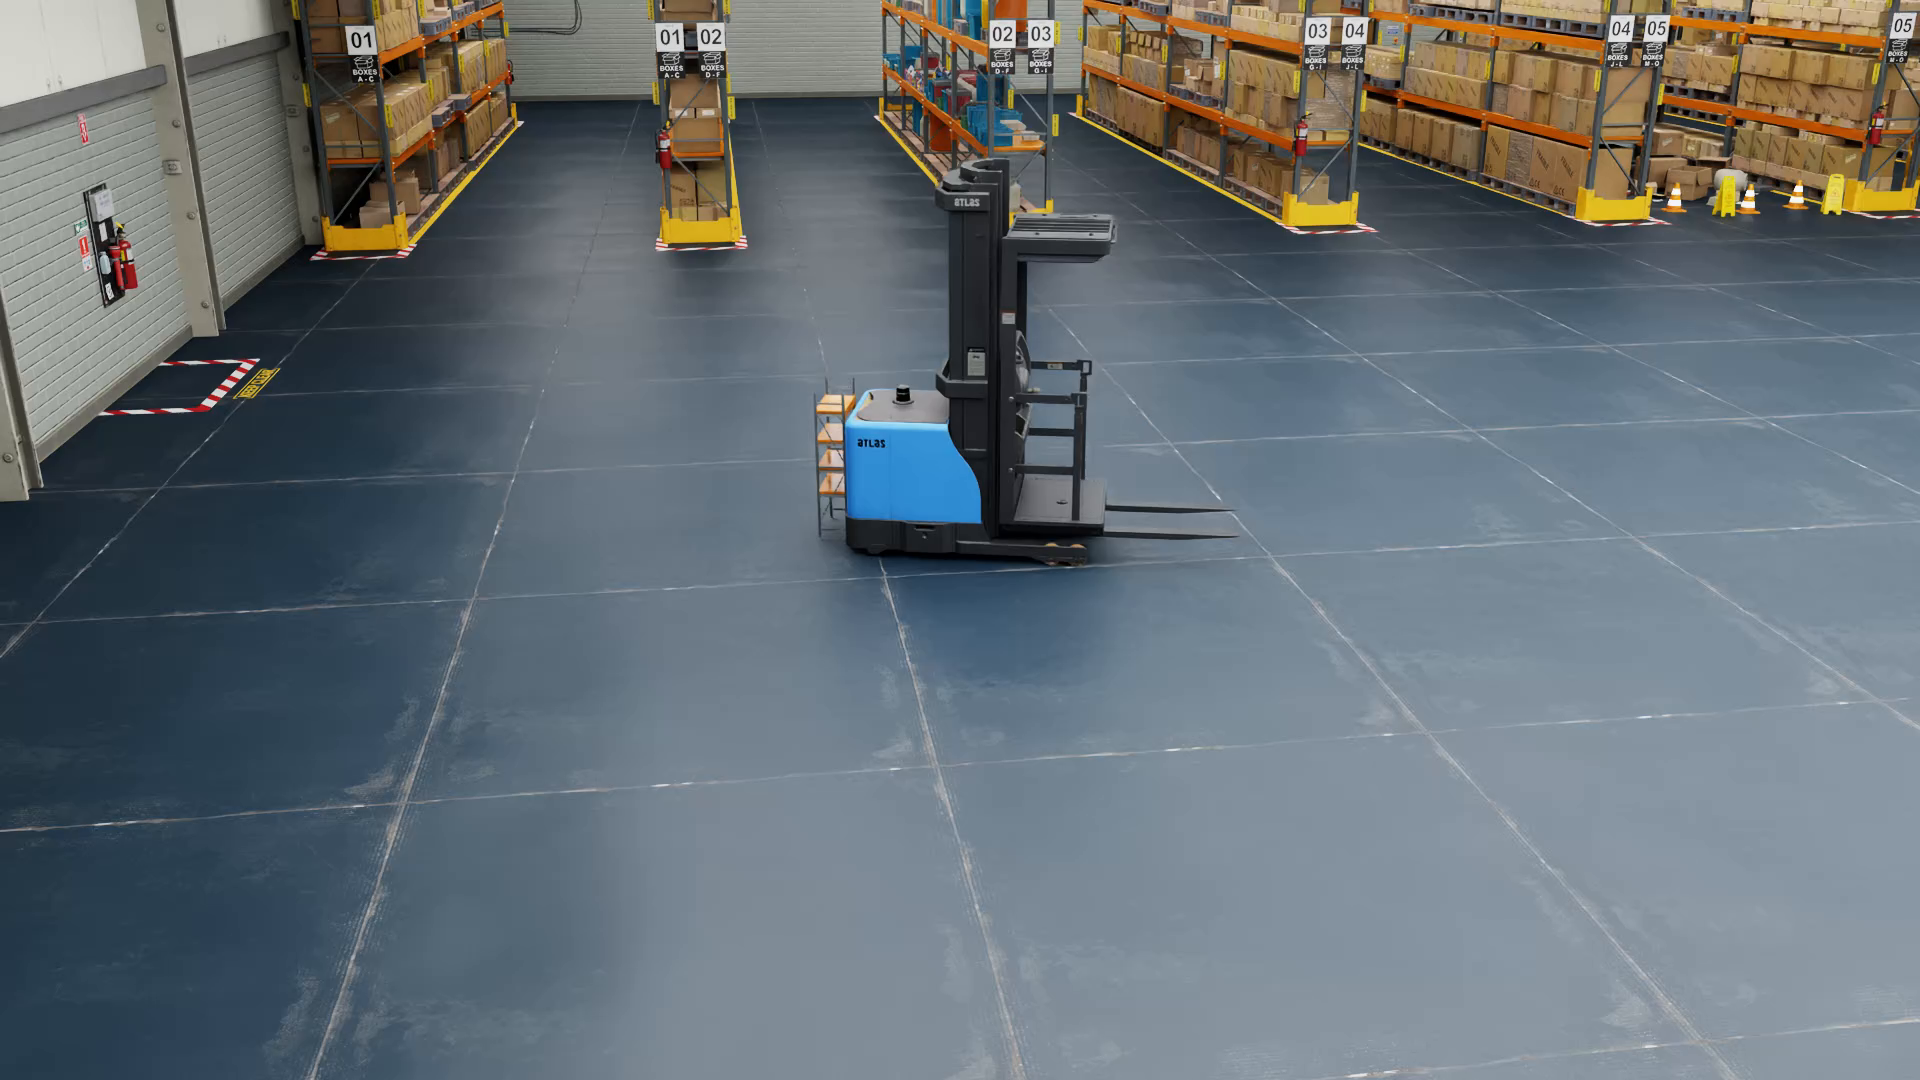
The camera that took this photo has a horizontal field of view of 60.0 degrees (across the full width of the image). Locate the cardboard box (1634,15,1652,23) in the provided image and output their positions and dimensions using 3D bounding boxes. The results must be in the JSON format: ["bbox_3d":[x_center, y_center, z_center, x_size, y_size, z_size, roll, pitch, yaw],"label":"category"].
[{"bbox_3d":[11.018,-8.390,26.721,0.380,0.149,0.250,-3,21,-7],"label":"cardboard box"}]

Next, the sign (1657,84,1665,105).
[{"bbox_3d":[11.300,-7.192,26.836,0.100,0.325,0.005,-3,21,-8],"label":"sign"}]

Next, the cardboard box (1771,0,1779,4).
[{"bbox_3d":[14.875,-9.748,29.962,0.380,0.149,0.250,-4,21,-10],"label":"cardboard box"}]

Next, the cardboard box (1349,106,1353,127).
[{"bbox_3d":[8.942,-9.452,37.209,0.500,0.500,0.500,-2,21,-5],"label":"cardboard box"}]

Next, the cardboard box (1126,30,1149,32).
[{"bbox_3d":[4.138,-11.613,38.740,0.500,0.500,0.500,-4,21,-9],"label":"cardboard box"}]

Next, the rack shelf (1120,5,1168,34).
[{"bbox_3d":[4.386,-11.039,35.227,1.077,0.370,4.000,-3,21,-8],"label":"rack shelf"}]

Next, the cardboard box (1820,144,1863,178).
[{"bbox_3d":[15.260,-6.533,28.678,0.500,0.500,0.500,-3,21,-7],"label":"cardboard box"}]

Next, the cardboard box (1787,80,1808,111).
[{"bbox_3d":[15.092,-7.892,29.492,0.500,0.500,0.500,-3,21,-7],"label":"cardboard box"}]

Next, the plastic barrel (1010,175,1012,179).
[{"bbox_3d":[0.683,-5.688,27.113,0.421,0.512,0.421,0,20,0],"label":"plastic barrel"}]

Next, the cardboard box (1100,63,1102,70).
[{"bbox_3d":[3.508,-11.168,39.189,0.380,0.149,0.250,-3,21,-7],"label":"cardboard box"}]

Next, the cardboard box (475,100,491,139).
[{"bbox_3d":[-10.385,-8.885,35.191,0.750,0.750,0.750,-3,21,-7],"label":"cardboard box"}]

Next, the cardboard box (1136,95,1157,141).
[{"bbox_3d":[4.474,-9.029,35.540,1.225,0.875,0.875,-3,21,-8],"label":"cardboard box"}]

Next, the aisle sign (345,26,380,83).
[{"bbox_3d":[-8.570,-6.967,23.868,0.394,0.787,0.004,-3,21,-8],"label":"aisle sign"}]

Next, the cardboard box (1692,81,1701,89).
[{"bbox_3d":[14.576,-8.904,32.529,0.380,0.149,0.250,-3,21,-7],"label":"cardboard box"}]

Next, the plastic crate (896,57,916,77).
[{"bbox_3d":[-1.209,-10.579,37.190,0.392,0.384,0.575,-3,21,-8],"label":"plastic crate"}]

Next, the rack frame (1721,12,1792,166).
[{"bbox_3d":[15.057,-8.393,31.402,1.000,3.000,0.127,-3,21,-8],"label":"rack frame"}]

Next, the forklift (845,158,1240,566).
[{"bbox_3d":[0.666,-1.370,12.694,3.031,2.935,1.130,2,21,6],"label":"forklift"}]

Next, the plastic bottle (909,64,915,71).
[{"bbox_3d":[-1.068,-10.238,36.412,0.144,0.351,0.185,-3,21,-8],"label":"plastic bottle"}]

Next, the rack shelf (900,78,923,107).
[{"bbox_3d":[-0.516,-9.384,35.083,1.077,0.370,4.000,-3,21,-8],"label":"rack shelf"}]

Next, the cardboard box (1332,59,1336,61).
[{"bbox_3d":[8.622,-10.798,37.599,0.380,0.149,0.250,-4,21,-10],"label":"cardboard box"}]

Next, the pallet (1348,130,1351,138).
[{"bbox_3d":[9.134,-9.303,37.822,1.003,0.211,1.213,-3,21,-8],"label":"pallet"}]

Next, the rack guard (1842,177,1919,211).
[{"bbox_3d":[15.623,-5.864,28.202,1.175,0.500,0.348,-3,21,-8],"label":"rack guard"}]

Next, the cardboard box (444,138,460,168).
[{"bbox_3d":[-9.875,-7.317,31.465,0.700,0.500,0.500,-3,21,-7],"label":"cardboard box"}]

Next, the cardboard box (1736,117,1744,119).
[{"bbox_3d":[18.662,-10.262,39.377,0.500,0.500,0.500,-2,21,-5],"label":"cardboard box"}]

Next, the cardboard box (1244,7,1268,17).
[{"bbox_3d":[5.116,-9.103,28.659,0.380,0.149,0.250,-3,21,-7],"label":"cardboard box"}]

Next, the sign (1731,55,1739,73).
[{"bbox_3d":[14.508,-8.907,31.121,0.100,0.325,0.005,-3,21,-8],"label":"sign"}]

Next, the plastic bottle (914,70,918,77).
[{"bbox_3d":[-0.900,-9.687,34.936,0.144,0.351,0.185,-3,21,-8],"label":"plastic bottle"}]

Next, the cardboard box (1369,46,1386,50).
[{"bbox_3d":[9.346,-10.925,37.088,0.380,0.149,0.250,-4,21,-9],"label":"cardboard box"}]

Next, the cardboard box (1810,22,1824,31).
[{"bbox_3d":[15.040,-8.935,28.924,0.380,0.149,0.250,-3,21,-8],"label":"cardboard box"}]

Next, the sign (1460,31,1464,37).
[{"bbox_3d":[12.777,-12.965,42.291,0.100,0.325,0.005,-3,21,-8],"label":"sign"}]

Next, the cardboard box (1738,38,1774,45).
[{"bbox_3d":[18.664,-11.480,38.922,0.700,0.500,0.500,-2,21,-6],"label":"cardboard box"}]

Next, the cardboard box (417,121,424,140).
[{"bbox_3d":[-8.935,-6.588,26.754,0.500,0.250,0.500,-3,21,-8],"label":"cardboard box"}]

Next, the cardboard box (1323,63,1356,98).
[{"bbox_3d":[6.018,-7.367,26.658,0.500,0.500,0.500,-3,21,-8],"label":"cardboard box"}]

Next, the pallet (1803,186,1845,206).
[{"bbox_3d":[15.541,-6.012,29.010,1.003,0.211,1.213,-3,21,-8],"label":"pallet"}]

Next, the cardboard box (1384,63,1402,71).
[{"bbox_3d":[9.075,-9.860,34.663,0.380,0.149,0.250,-2,21,-7],"label":"cardboard box"}]

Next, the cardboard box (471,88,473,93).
[{"bbox_3d":[-10.112,-9.168,33.807,0.380,0.149,0.250,-2,21,-6],"label":"cardboard box"}]

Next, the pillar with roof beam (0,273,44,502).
[{"bbox_3d":[-3.845,-4.831,13.288,9.100,9.000,0.400,-3,21,-8],"label":"pillar with roof beam"}]

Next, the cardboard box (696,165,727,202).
[{"bbox_3d":[-3.907,-5.640,26.288,0.500,0.500,0.500,-3,21,-8],"label":"cardboard box"}]

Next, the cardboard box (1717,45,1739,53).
[{"bbox_3d":[15.081,-9.632,32.622,0.380,0.149,0.250,-2,21,-5],"label":"cardboard box"}]

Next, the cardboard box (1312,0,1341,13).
[{"bbox_3d":[5.880,-8.862,27.086,0.500,0.500,0.500,-3,21,-8],"label":"cardboard box"}]

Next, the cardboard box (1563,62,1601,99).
[{"bbox_3d":[10.564,-7.616,27.563,0.875,0.550,0.550,-3,21,-8],"label":"cardboard box"}]

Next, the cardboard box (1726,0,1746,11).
[{"bbox_3d":[14.830,-10.120,31.352,0.500,0.250,0.500,-3,21,-9],"label":"cardboard box"}]

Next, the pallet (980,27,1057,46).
[{"bbox_3d":[0.903,-7.867,25.975,1.003,0.211,1.213,-3,21,-8],"label":"pallet"}]

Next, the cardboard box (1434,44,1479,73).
[{"bbox_3d":[9.802,-9.500,32.794,0.700,0.500,0.500,-3,21,-9],"label":"cardboard box"}]

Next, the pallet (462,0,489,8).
[{"bbox_3d":[-10.715,-11.561,35.723,1.003,0.211,1.213,-3,21,-8],"label":"pallet"}]

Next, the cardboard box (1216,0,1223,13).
[{"bbox_3d":[5.144,-10.038,30.770,0.797,0.503,0.637,-2,21,-6],"label":"cardboard box"}]

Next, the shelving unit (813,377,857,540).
[{"bbox_3d":[-0.980,-0.650,13.240,0.258,1.200,0.503,2,21,6],"label":"shelving unit"}]

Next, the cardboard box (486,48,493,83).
[{"bbox_3d":[-10.670,-10.243,35.925,0.980,0.700,0.700,-3,21,-7],"label":"cardboard box"}]

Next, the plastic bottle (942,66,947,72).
[{"bbox_3d":[-0.321,-10.025,35.840,0.144,0.351,0.185,-3,21,-8],"label":"plastic bottle"}]

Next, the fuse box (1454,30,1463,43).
[{"bbox_3d":[14.591,-13.951,48.124,0.539,1.711,0.414,-3,21,-8],"label":"fuse box"}]

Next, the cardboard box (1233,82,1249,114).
[{"bbox_3d":[5.291,-7.746,29.100,0.875,0.500,0.500,-3,21,-8],"label":"cardboard box"}]

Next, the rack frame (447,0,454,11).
[{"bbox_3d":[-10.031,-11.339,30.715,1.000,3.000,0.127,-3,21,-8],"label":"rack frame"}]

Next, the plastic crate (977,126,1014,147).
[{"bbox_3d":[0.558,-6.347,26.136,0.499,0.251,0.616,-3,21,-8],"label":"plastic crate"}]

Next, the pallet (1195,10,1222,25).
[{"bbox_3d":[5.114,-9.789,31.119,1.213,0.211,1.003,-3,21,-8],"label":"pallet"}]

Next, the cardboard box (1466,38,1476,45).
[{"bbox_3d":[13.112,-12.414,42.025,0.500,0.500,0.500,-3,21,-8],"label":"cardboard box"}]
